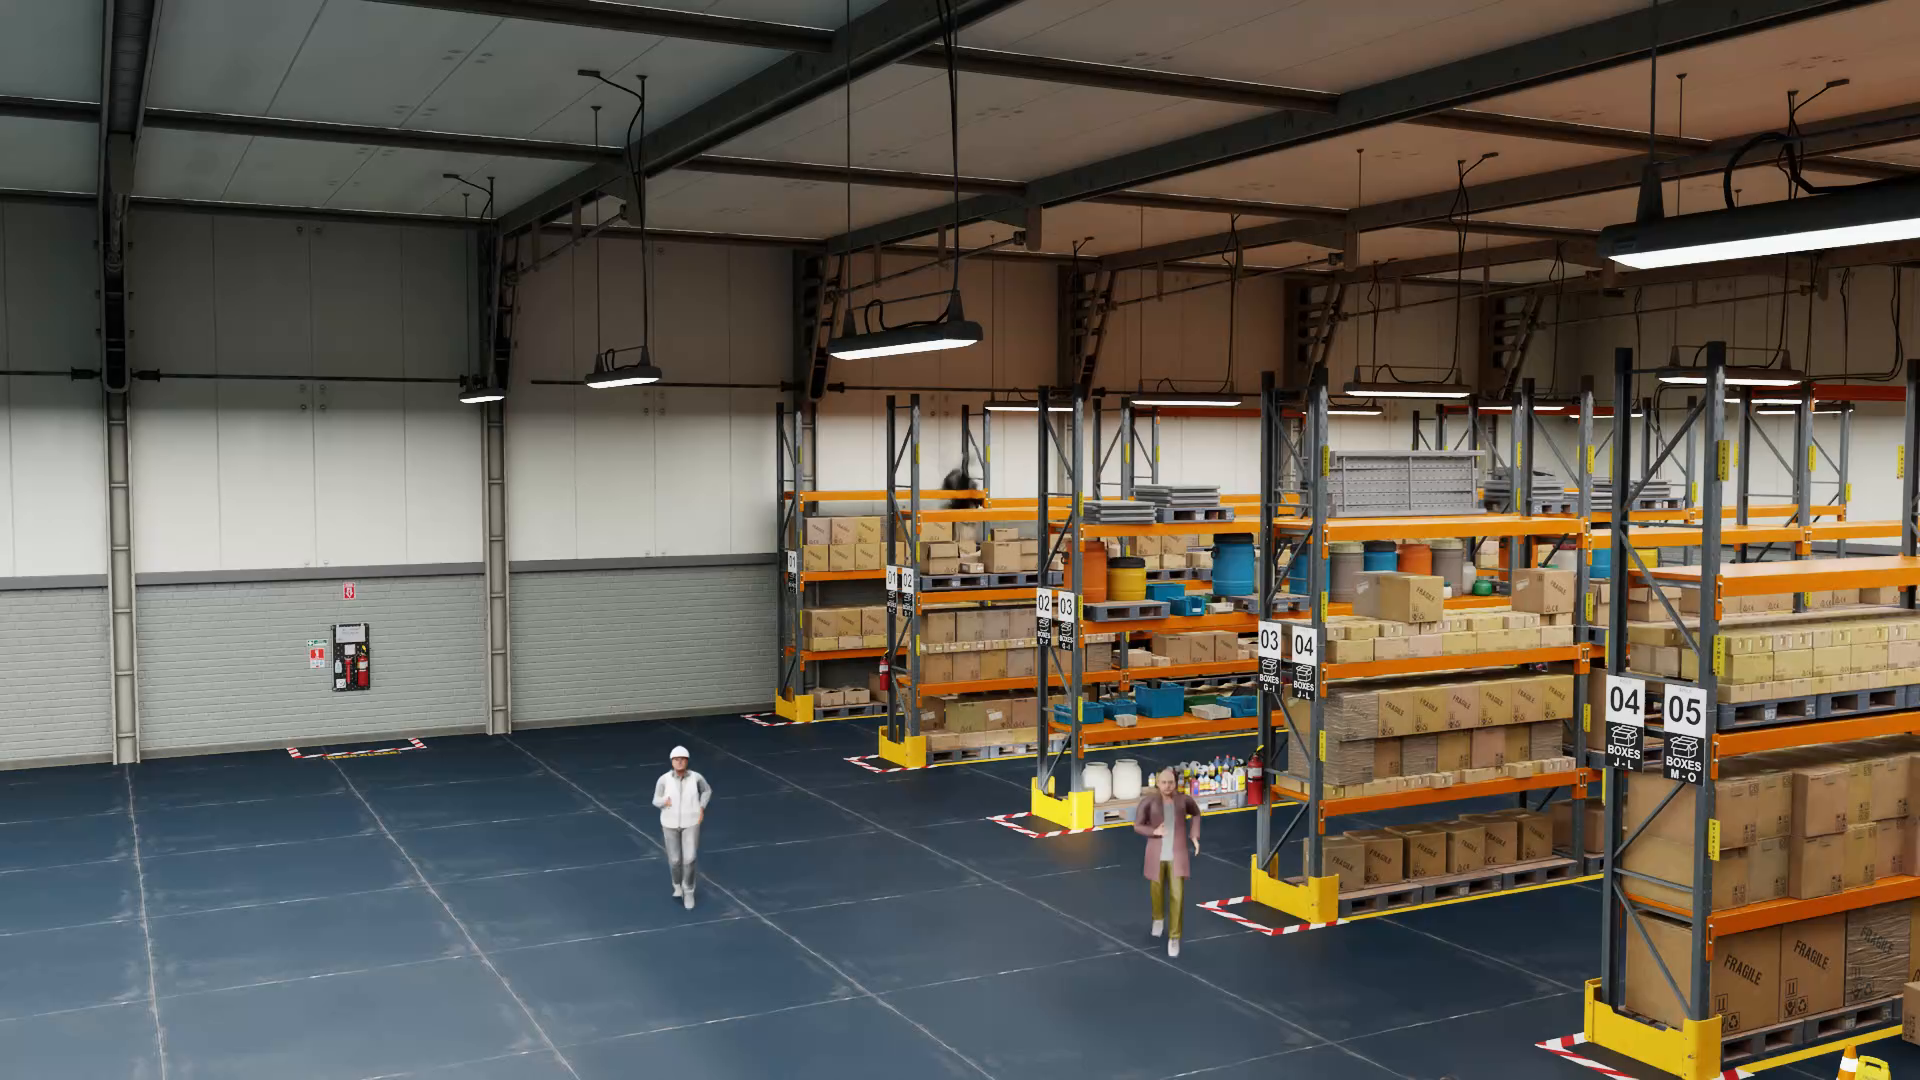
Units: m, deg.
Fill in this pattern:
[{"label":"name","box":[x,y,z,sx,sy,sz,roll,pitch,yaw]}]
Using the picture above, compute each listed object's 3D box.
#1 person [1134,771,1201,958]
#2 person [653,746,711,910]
[{"label":"person","box":[2.141,3.288,17.184,0.686,1.824,0.932,0,3,8]},{"label":"person","box":[-3.144,3.228,18.678,0.605,1.817,0.711,0,3,-5]}]
